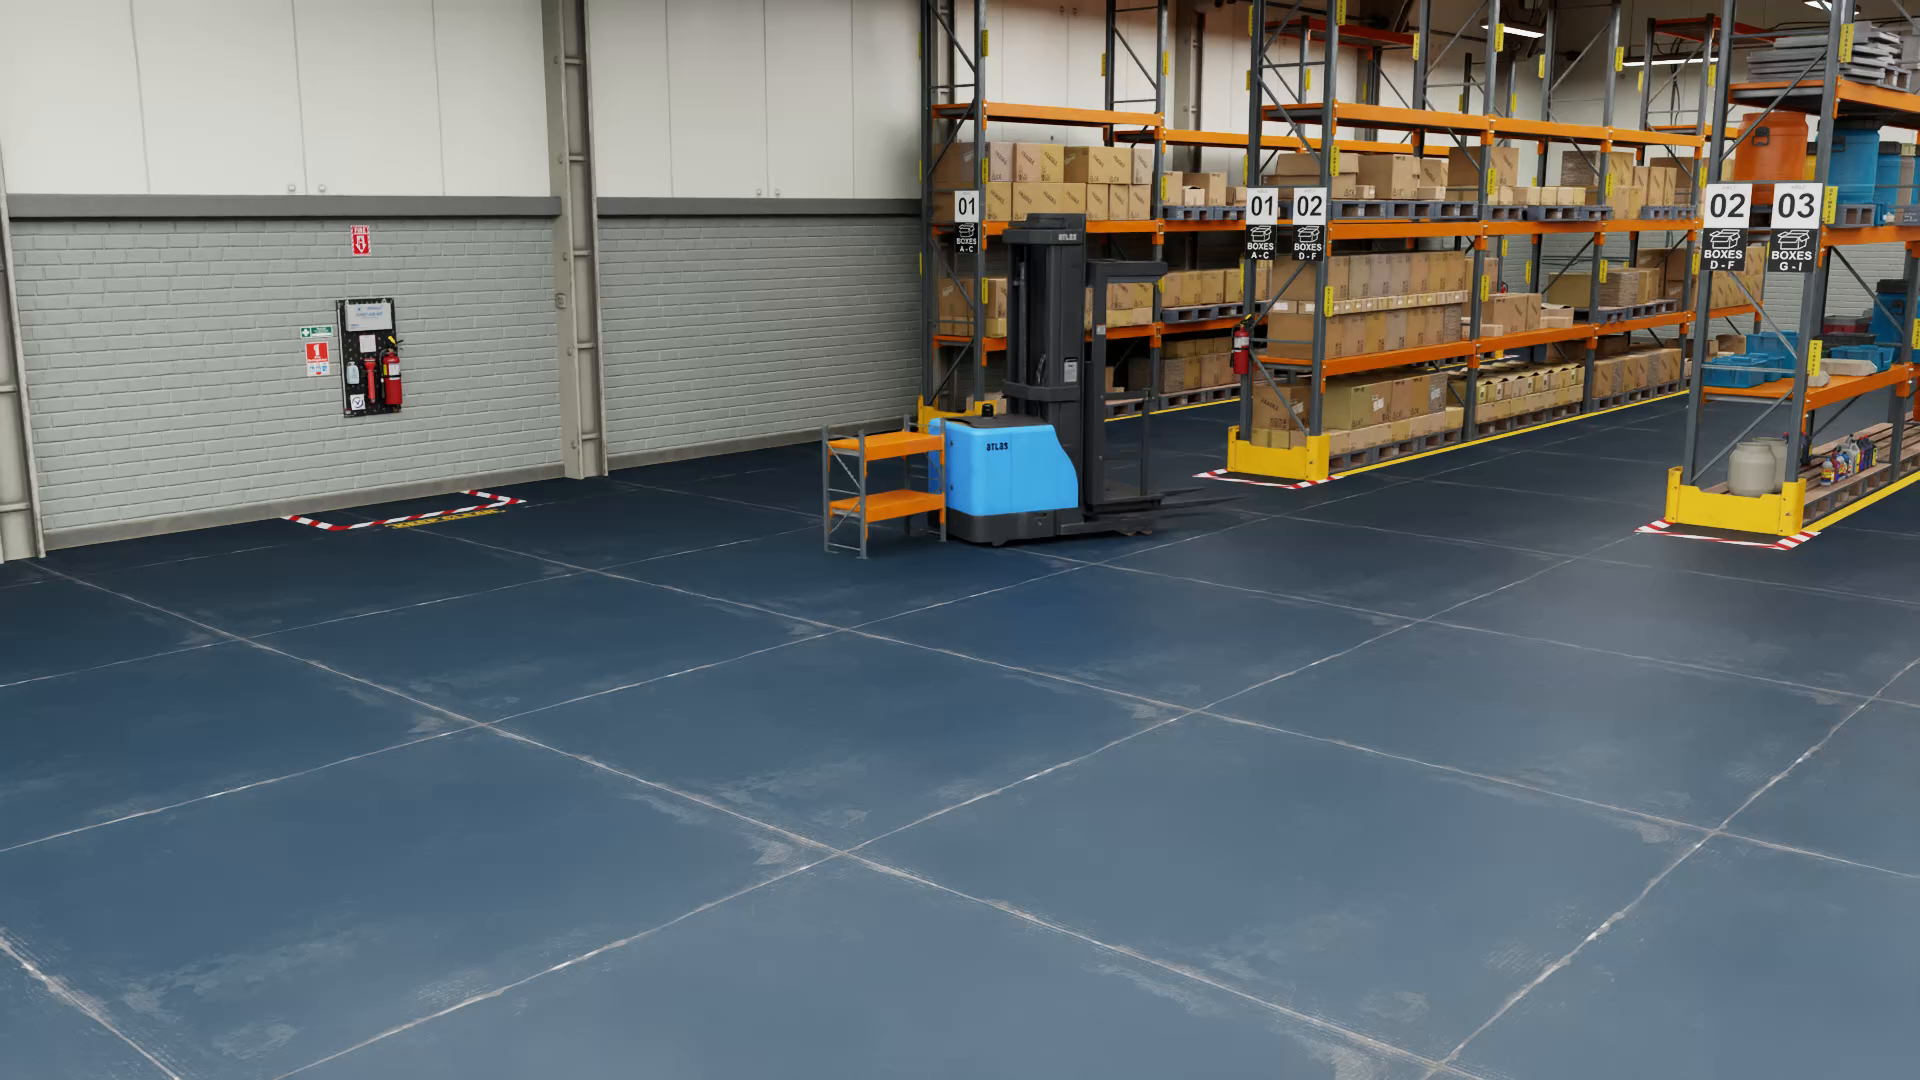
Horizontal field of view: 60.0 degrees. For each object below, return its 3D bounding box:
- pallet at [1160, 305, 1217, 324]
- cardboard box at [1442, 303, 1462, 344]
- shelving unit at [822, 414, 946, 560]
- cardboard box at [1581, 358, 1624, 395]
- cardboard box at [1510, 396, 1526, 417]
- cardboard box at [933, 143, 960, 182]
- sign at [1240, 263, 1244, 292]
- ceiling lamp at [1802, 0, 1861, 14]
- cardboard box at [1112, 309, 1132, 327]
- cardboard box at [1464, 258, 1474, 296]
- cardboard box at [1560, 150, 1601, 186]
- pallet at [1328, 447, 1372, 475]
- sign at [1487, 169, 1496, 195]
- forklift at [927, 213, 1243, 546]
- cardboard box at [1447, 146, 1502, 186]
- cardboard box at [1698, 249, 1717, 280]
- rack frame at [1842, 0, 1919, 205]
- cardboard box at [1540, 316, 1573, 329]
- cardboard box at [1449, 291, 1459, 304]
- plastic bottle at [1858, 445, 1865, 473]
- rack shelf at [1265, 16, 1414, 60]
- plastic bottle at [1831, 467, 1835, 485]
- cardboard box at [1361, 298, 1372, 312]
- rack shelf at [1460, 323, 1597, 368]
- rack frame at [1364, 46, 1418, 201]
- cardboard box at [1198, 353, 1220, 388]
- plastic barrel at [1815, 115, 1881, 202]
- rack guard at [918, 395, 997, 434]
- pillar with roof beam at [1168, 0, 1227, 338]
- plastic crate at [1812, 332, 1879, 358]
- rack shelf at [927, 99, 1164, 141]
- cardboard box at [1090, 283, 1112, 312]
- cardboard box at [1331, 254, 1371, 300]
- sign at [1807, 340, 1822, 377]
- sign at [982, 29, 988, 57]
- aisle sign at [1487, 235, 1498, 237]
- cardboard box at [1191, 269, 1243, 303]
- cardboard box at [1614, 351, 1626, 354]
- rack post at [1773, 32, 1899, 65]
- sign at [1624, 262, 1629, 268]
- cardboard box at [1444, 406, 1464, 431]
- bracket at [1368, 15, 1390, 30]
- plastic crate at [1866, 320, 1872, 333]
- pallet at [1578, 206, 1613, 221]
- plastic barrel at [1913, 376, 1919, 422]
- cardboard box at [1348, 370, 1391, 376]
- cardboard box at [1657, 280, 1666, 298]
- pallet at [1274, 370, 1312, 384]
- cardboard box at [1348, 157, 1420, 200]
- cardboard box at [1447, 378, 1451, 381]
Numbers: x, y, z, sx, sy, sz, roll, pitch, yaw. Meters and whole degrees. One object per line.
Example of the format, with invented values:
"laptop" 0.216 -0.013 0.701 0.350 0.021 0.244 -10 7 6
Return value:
"pallet" 3.162 -3.454 25.336 1.003 0.211 1.213 10 15 40
"cardboard box" 5.984 -2.798 21.304 0.700 0.500 0.500 9 15 39
"shelving unit" -0.662 -0.489 14.789 0.538 1.125 1.048 10 15 41
"cardboard box" 9.769 -2.501 25.333 0.500 0.500 0.500 9 14 38
"cardboard box" 7.403 -1.851 22.769 0.500 0.250 0.500 9 15 39
"cardboard box" -0.004 -4.983 21.986 0.500 0.500 0.500 11 15 43
"sign" 3.233 -2.982 18.923 0.100 0.325 0.005 10 15 40
"ceiling lamp" 13.029 -9.323 24.012 0.800 3.185 2.000 10 15 40
"cardboard box" 2.128 -3.210 23.955 0.500 0.250 0.500 10 15 41
"cardboard box" 9.669 -5.182 32.733 0.980 0.700 0.700 10 15 40
"cardboard box" 9.205 -5.477 24.507 0.500 0.500 0.500 10 15 40
"pallet" 4.105 -0.977 19.562 1.003 0.211 1.213 10 15 40
"sign" 6.690 -4.506 20.934 0.100 0.325 0.005 10 15 40
"forklift" 1.249 -1.560 15.538 3.031 2.935 1.130 -6 13 -26
"cardboard box" 6.709 -4.871 21.680 0.500 0.500 0.500 10 15 41
"cardboard box" 12.415 -4.640 27.975 0.500 0.500 0.500 9 15 39
"rack frame" 9.990 -5.116 17.848 1.000 3.000 0.127 10 15 40
"cardboard box" 8.526 -3.112 23.774 0.380 0.149 0.250 10 15 40
"cardboard box" 6.089 -3.078 21.052 0.380 0.149 0.250 9 15 39
"plastic bottle" 9.579 -0.868 17.709 0.133 0.283 0.061 -11 16 -44
"rack shelf" 6.509 -8.556 28.426 1.077 0.370 4.000 10 15 40
"plastic bottle" 8.849 -0.670 16.930 0.097 0.201 0.097 0 11 0
"cardboard box" 4.558 -2.736 19.338 0.380 0.149 0.250 9 15 39
"rack shelf" 7.592 -2.756 23.188 1.077 0.370 4.000 10 15 40
"rack frame" 7.829 -7.573 30.154 1.000 3.000 0.127 10 15 40
"cardboard box" 3.692 -2.707 26.366 0.700 0.500 0.500 10 15 41
"plastic barrel" 9.253 -3.964 17.388 0.600 0.901 0.708 10 15 40
"rack guard" -0.042 -1.651 22.203 1.175 0.500 0.348 10 15 40
"pillar with roof beam" 6.915 -6.349 24.023 9.100 9.000 0.548 10 15 40
"plastic crate" 9.549 -2.083 18.138 0.767 0.338 0.504 10 15 40
"rack shelf" 1.228 -5.748 22.859 1.077 0.370 4.000 10 15 40
"cardboard box" 1.803 -3.502 23.504 0.500 0.500 0.500 9 15 39
"cardboard box" 4.327 -3.064 19.327 0.700 0.500 0.500 9 15 39
"sign" 7.760 -1.649 15.103 0.100 0.325 0.005 10 15 40
"sign" 0.315 -6.235 20.864 0.100 0.325 0.005 10 15 40
"aisle sign" 10.743 -6.467 33.292 0.394 0.787 0.004 10 15 40
"cardboard box" 4.080 -4.051 26.457 0.700 0.500 0.500 10 15 40
"cardboard box" 10.371 -2.789 26.777 0.500 0.500 0.500 10 15 41
"rack post" 8.605 -4.779 16.356 0.937 0.300 0.954 9 15 39
"sign" 11.140 -4.485 27.799 0.100 0.325 0.005 10 15 40
"cardboard box" 6.130 -1.576 21.390 0.500 0.250 0.500 10 15 40
"bracket" 7.634 -9.446 30.342 0.235 0.232 0.430 10 15 40
"plastic crate" 10.485 -2.368 19.451 0.392 0.384 0.575 10 15 40
"pallet" 8.532 -4.670 23.758 1.213 0.211 1.003 11 16 43
"plastic barrel" 12.941 -1.978 21.925 0.600 0.830 0.708 10 15 40
"cardboard box" 5.071 -1.865 20.924 0.500 0.500 0.500 10 15 40
"cardboard box" 11.690 -4.147 28.062 0.500 0.500 0.500 10 15 41
"pallet" 5.766 -2.782 28.600 1.003 0.211 1.213 10 15 40
"cardboard box" 5.090 -4.385 20.155 0.637 0.503 0.797 -10 15 -41
"cardboard box" 6.324 -2.044 22.302 0.500 0.311 0.500 10 15 40
